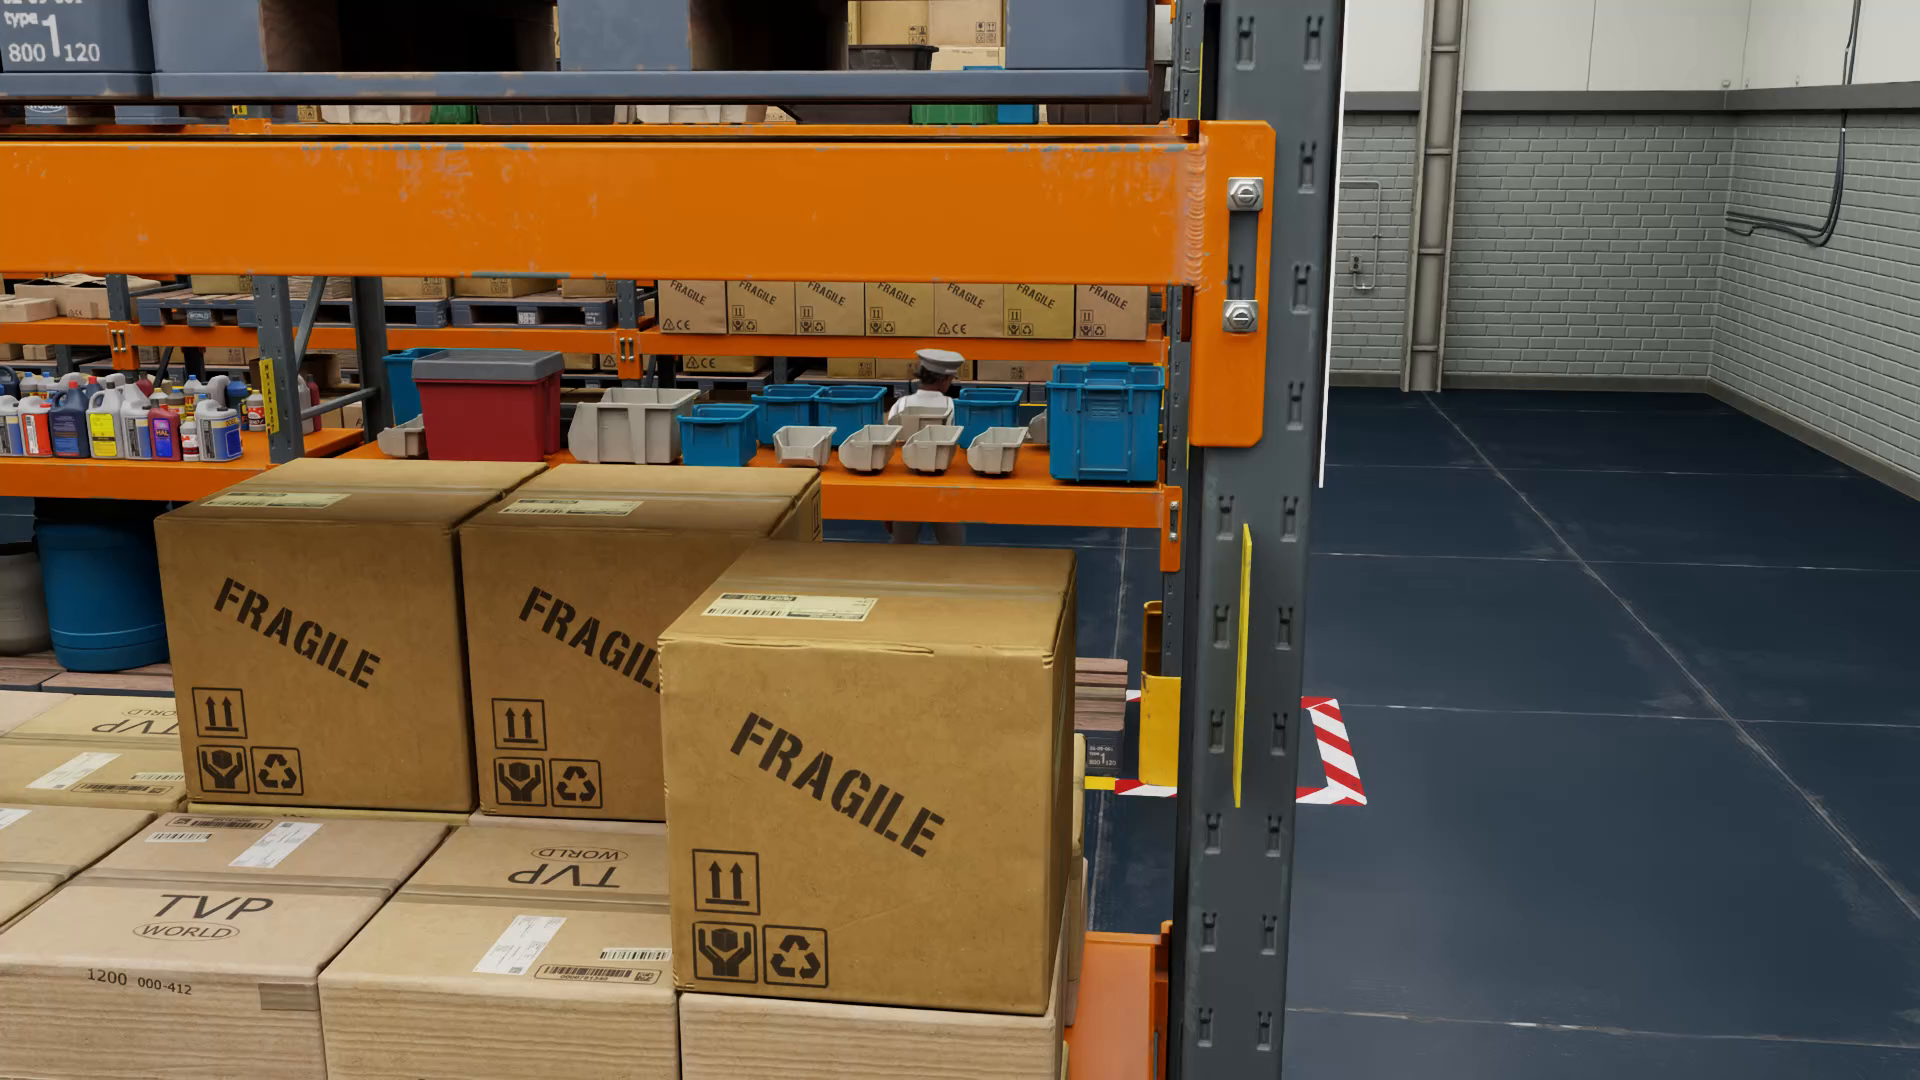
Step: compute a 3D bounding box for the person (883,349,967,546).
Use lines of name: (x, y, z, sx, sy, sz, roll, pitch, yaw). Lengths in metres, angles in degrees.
person: (-0.206, -0.204, 8.930, 0.513, 1.640, 0.597, 2, 14, 7)
